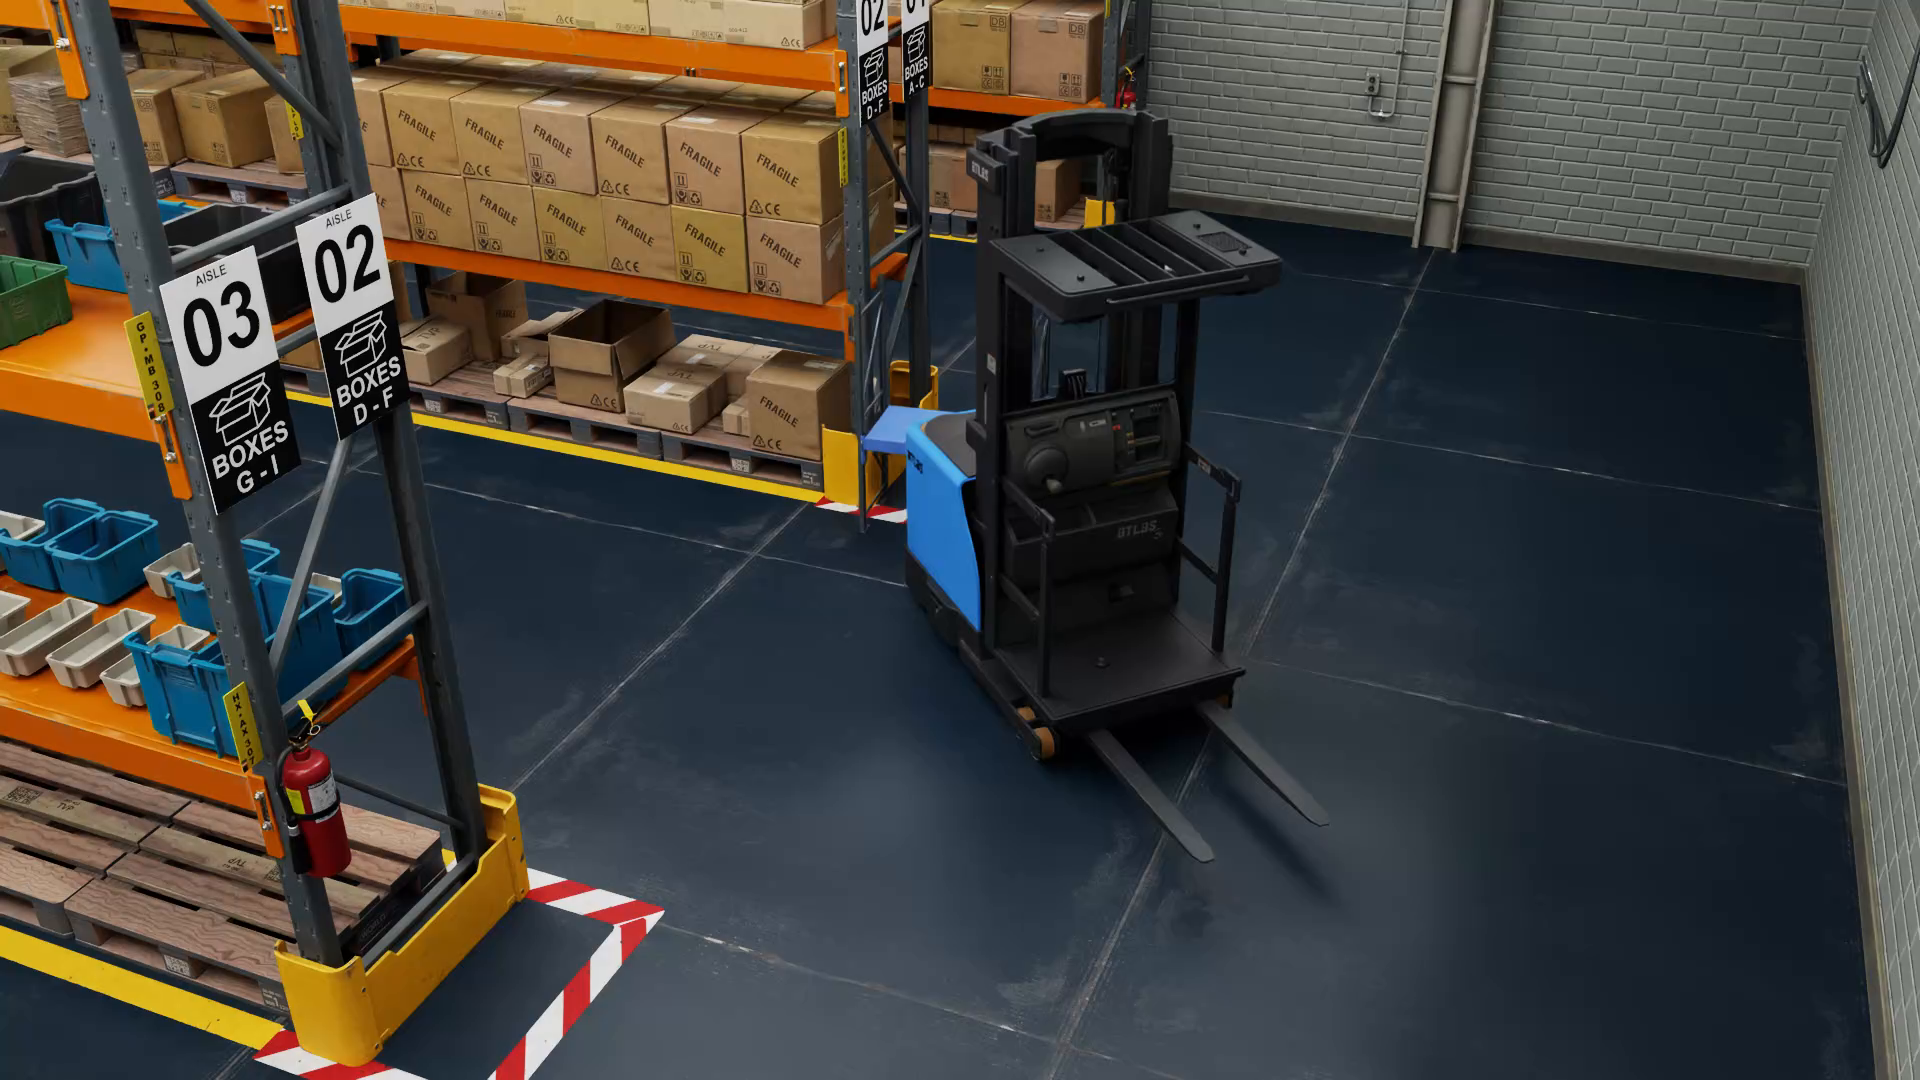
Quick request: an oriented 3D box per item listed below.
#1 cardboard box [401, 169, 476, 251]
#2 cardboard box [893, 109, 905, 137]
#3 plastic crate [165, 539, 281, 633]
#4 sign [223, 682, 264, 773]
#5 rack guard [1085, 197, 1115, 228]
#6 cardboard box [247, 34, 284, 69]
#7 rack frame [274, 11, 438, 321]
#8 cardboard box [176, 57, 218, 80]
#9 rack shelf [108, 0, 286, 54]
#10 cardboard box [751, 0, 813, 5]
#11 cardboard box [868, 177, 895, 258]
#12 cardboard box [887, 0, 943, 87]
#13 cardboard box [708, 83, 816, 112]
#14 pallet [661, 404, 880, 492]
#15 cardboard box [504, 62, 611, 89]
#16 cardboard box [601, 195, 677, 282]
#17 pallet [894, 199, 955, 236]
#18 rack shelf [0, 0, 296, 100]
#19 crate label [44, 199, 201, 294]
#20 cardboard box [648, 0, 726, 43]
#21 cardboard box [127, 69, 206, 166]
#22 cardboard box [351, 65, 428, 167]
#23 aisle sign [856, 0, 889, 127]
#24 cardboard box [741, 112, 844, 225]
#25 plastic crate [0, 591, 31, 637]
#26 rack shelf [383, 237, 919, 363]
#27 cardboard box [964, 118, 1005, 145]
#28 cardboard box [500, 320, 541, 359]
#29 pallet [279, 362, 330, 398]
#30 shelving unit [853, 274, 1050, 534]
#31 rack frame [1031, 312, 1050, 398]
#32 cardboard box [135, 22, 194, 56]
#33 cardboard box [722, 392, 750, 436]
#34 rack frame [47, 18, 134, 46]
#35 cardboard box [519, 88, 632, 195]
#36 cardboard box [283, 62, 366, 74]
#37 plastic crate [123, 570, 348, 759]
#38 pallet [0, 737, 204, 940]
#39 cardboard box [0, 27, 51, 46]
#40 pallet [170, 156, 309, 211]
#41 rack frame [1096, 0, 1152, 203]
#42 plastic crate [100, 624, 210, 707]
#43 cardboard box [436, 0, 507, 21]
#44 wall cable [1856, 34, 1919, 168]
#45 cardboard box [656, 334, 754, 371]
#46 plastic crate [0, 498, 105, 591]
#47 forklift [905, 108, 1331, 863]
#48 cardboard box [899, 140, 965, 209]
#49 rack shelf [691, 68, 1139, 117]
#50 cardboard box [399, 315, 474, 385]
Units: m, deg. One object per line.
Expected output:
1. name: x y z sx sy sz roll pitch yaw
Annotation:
1. cardboard box: -3.297 -2.258 11.007 0.500 0.500 0.500 12 32 20
2. cardboard box: -0.482 -3.856 15.389 0.250 0.149 0.380 11 31 18
3. plastic crate: -3.017 0.200 6.868 0.300 0.233 0.416 11 31 19
4. sign: -2.494 0.654 5.790 0.005 0.325 0.100 11 31 19
5. rack guard: 1.445 -2.953 14.879 0.348 0.500 1.175 11 31 19
6. cardboard box: -7.182 -5.199 17.643 0.500 0.250 0.500 12 32 20
7. rack frame: -4.143 -2.527 11.583 0.127 3.000 1.000 11 31 19
8. cardboard box: -8.053 -5.055 18.150 0.500 0.500 0.700 12 32 20
9. rack shelf: -5.996 -3.889 11.677 4.000 0.370 1.077 11 31 19
10. cardboard box: -1.008 -3.224 9.412 0.500 0.250 0.500 11 31 19
11. cardboard box: -0.748 -2.033 10.607 0.500 0.500 0.500 12 32 20
12. cardboard box: -0.435 -4.541 14.842 0.700 0.700 0.980 10 31 17
13. cardboard box: -1.236 -2.561 10.526 0.500 0.500 0.500 12 31 20
14. pallet: -1.246 -0.734 11.245 1.213 0.211 1.003 11 31 19
15. cardboard box: -2.634 -2.843 11.025 0.500 0.500 0.500 12 31 20
16. cardboard box: -1.896 -1.978 10.511 0.500 0.500 0.500 12 31 20
17. pallet: -0.474 -3.171 15.557 1.213 0.211 1.003 11 31 19
18. rack shelf: -4.155 -2.023 5.733 4.000 0.370 1.077 11 31 19
19. crate label: -3.035 -1.088 6.141 0.502 0.251 0.408 11 31 19
20. cardboard box: -1.471 -3.100 9.701 0.500 0.250 0.500 11 31 19
21. cardboard box: -5.803 -3.052 11.984 0.500 0.500 0.700 4 30 6
22. cardboard box: -3.812 -2.790 10.931 0.500 0.500 0.500 12 32 20
23. aisle sign: -0.488 -2.766 9.365 0.004 0.787 0.394 11 31 19
24. cardboard box: -0.952 -2.222 9.927 0.500 0.500 0.500 11 31 19
25. plastic crate: -3.937 0.345 6.710 0.250 0.136 0.298 11 31 19
26. rack shelf: -2.289 -1.844 11.106 4.000 0.370 1.077 11 31 19
27. cardboard box: 0.226 -3.715 15.140 0.250 0.149 0.380 12 31 20
28. cardboard box: -3.138 -1.459 12.145 0.250 0.149 0.380 11 31 19
29. pallet: -4.911 -1.446 12.505 1.213 0.211 1.003 11 31 19
30. shelving unit: -0.043 -0.750 9.957 1.048 1.500 0.538 7 30 13
31. rack frame: 0.448 -0.685 9.842 0.032 1.500 0.500 7 30 13
32. cardboard box: -8.599 -5.487 18.152 0.500 0.250 0.500 11 31 18
33. cardboard box: -1.374 -0.849 11.047 0.250 0.166 0.380 11 31 19
34. rack frame: -9.697 -6.266 18.199 0.127 3.000 1.000 11 31 19
35. cardboard box: -2.379 -2.504 10.426 0.500 0.500 0.500 12 32 21
36. cardboard box: -6.677 -4.739 17.590 0.500 0.500 0.700 12 32 20
37. plastic crate: -2.683 0.453 6.215 0.499 0.435 0.616 11 31 19
38. pallet: -4.178 1.288 7.667 1.213 0.211 1.003 11 31 19
39. cardboard box: -10.674 -5.543 19.013 0.500 0.500 0.500 9 31 15
40. pallet: -4.842 -2.641 11.980 1.213 0.211 1.003 11 31 19
41. rack frame: 1.423 -4.046 14.271 0.127 3.000 1.000 11 31 19
42. plastic crate: -3.126 0.491 6.450 0.243 0.136 0.396 11 31 19
43. cardboard box: -2.861 -3.377 10.192 0.500 0.250 0.500 11 31 19
44. wall cable: 6.529 -4.097 11.420 0.112 2.526 3.097 11 31 19
45. cardboard box: -1.760 -1.196 11.576 0.500 0.250 0.500 11 31 19
46. plastic crate: -3.905 0.023 7.181 0.300 0.233 0.416 11 31 19
47. forklift: 0.746 -0.427 7.937 1.130 2.935 3.031 -12 32 -21
48. cardboard box: -0.193 -3.410 15.259 0.500 0.500 0.700 10 31 17
49. rack shelf: -0.430 -4.103 15.103 4.000 0.370 1.077 11 31 19
50. cardboard box: -3.835 -1.371 11.825 0.500 0.311 0.500 11 31 19
